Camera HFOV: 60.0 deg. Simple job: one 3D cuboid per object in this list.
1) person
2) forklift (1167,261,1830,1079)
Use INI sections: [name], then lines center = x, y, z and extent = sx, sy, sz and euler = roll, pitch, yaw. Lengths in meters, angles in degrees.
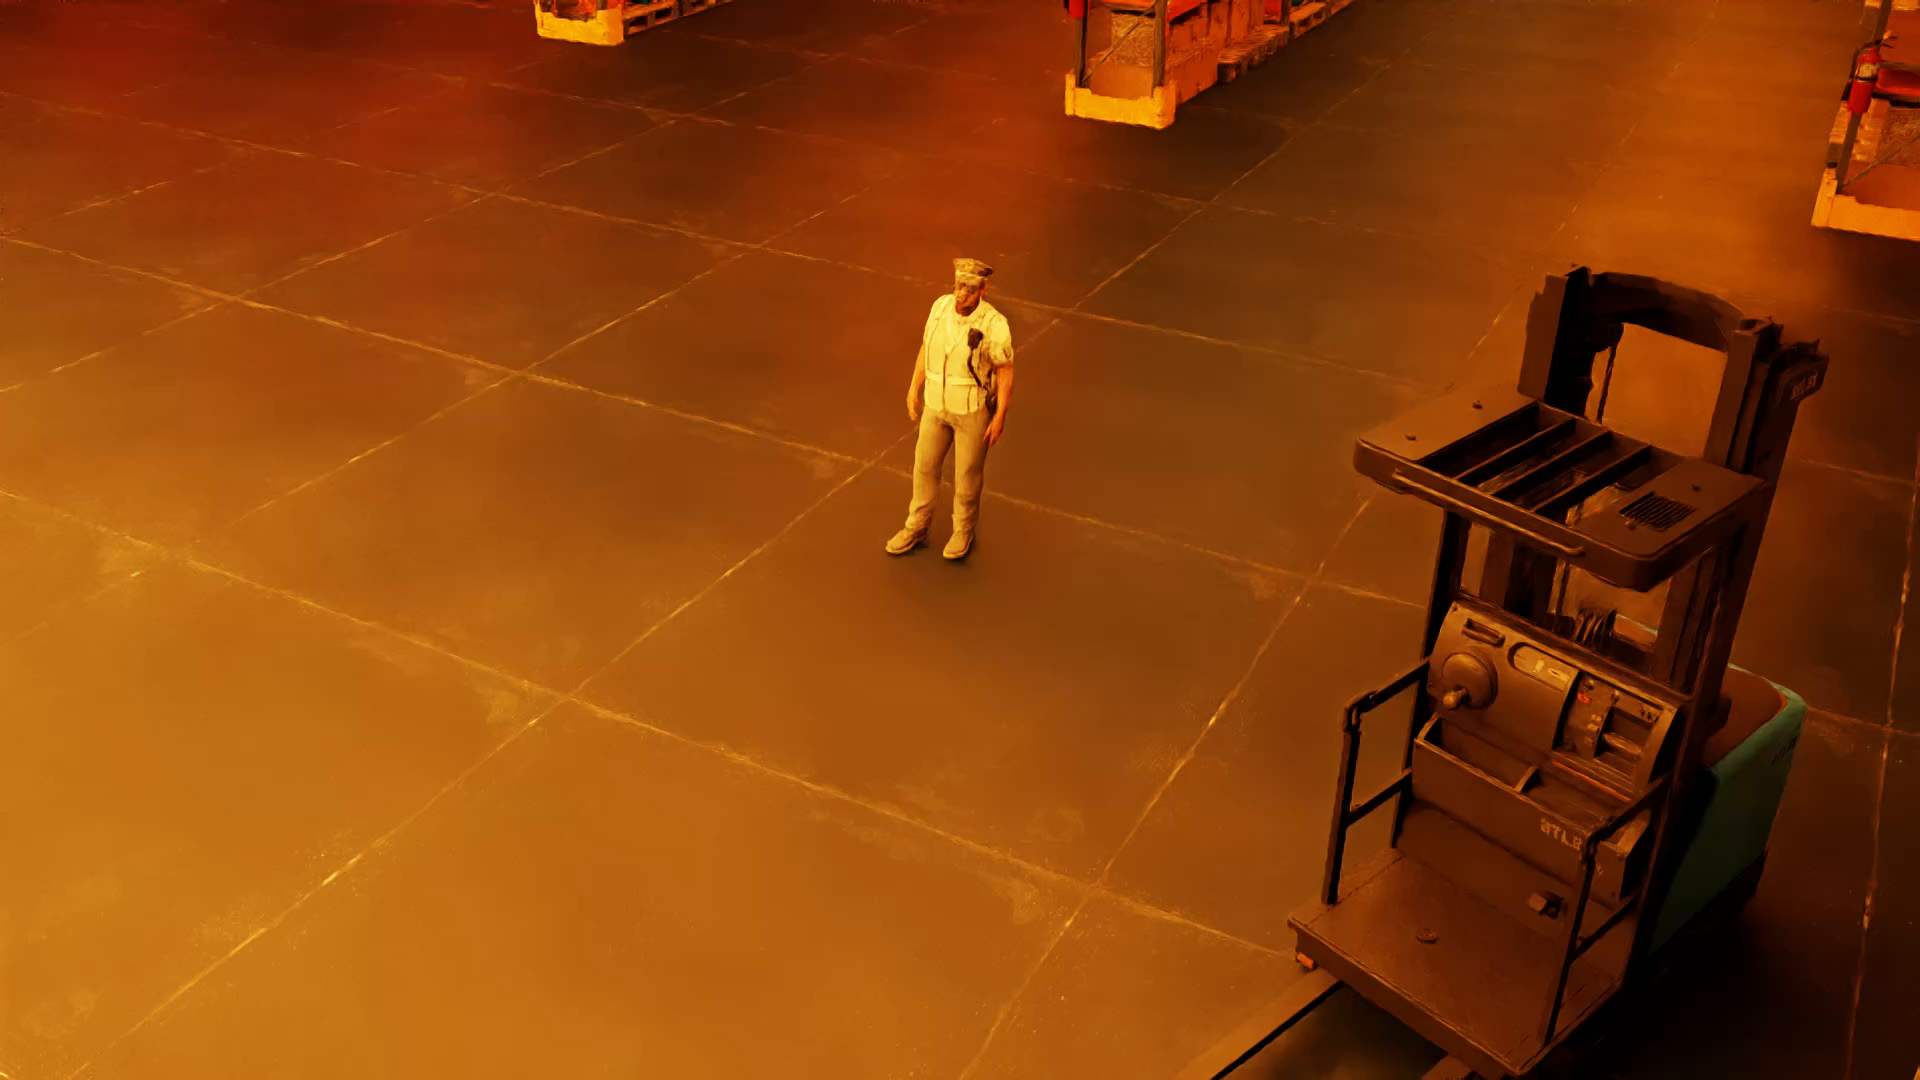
[person]
center = -0.048, -0.747, 9.500
extent = 0.640, 1.781, 0.574
euler = 15, 33, 25
[forklift]
center = 2.020, 0.600, 6.031
extent = 3.031, 2.935, 1.130
euler = -24, 37, -35
